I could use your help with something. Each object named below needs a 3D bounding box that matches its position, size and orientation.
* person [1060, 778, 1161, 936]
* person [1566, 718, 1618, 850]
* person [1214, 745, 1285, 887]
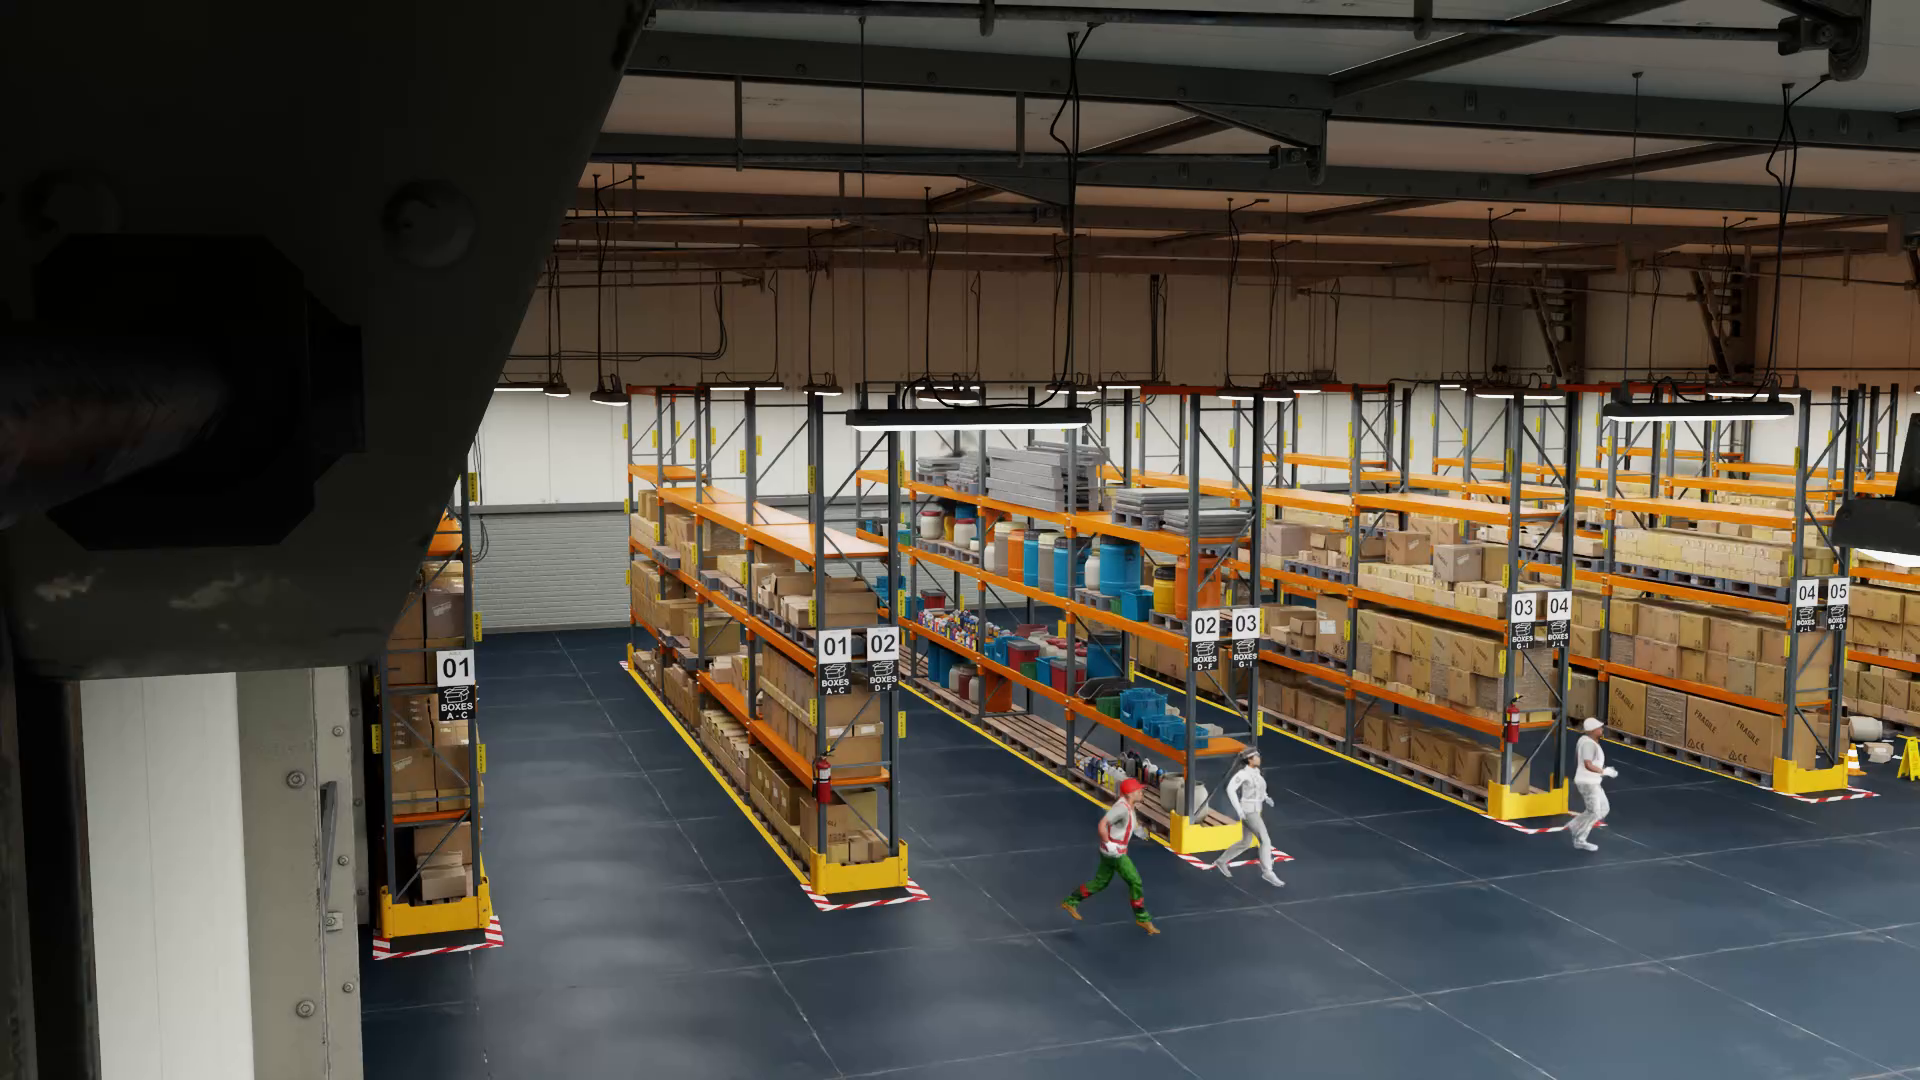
[{"bbox_3d":[1.693,3.534,18.644,1.130,1.780,0.660,0,6,5],"label":"person"},{"bbox_3d":[8.356,3.205,21.972,0.619,1.723,0.726,2,6,22],"label":"person"},{"bbox_3d":[3.599,3.376,20.519,0.887,1.688,0.577,2,6,22],"label":"person"}]
